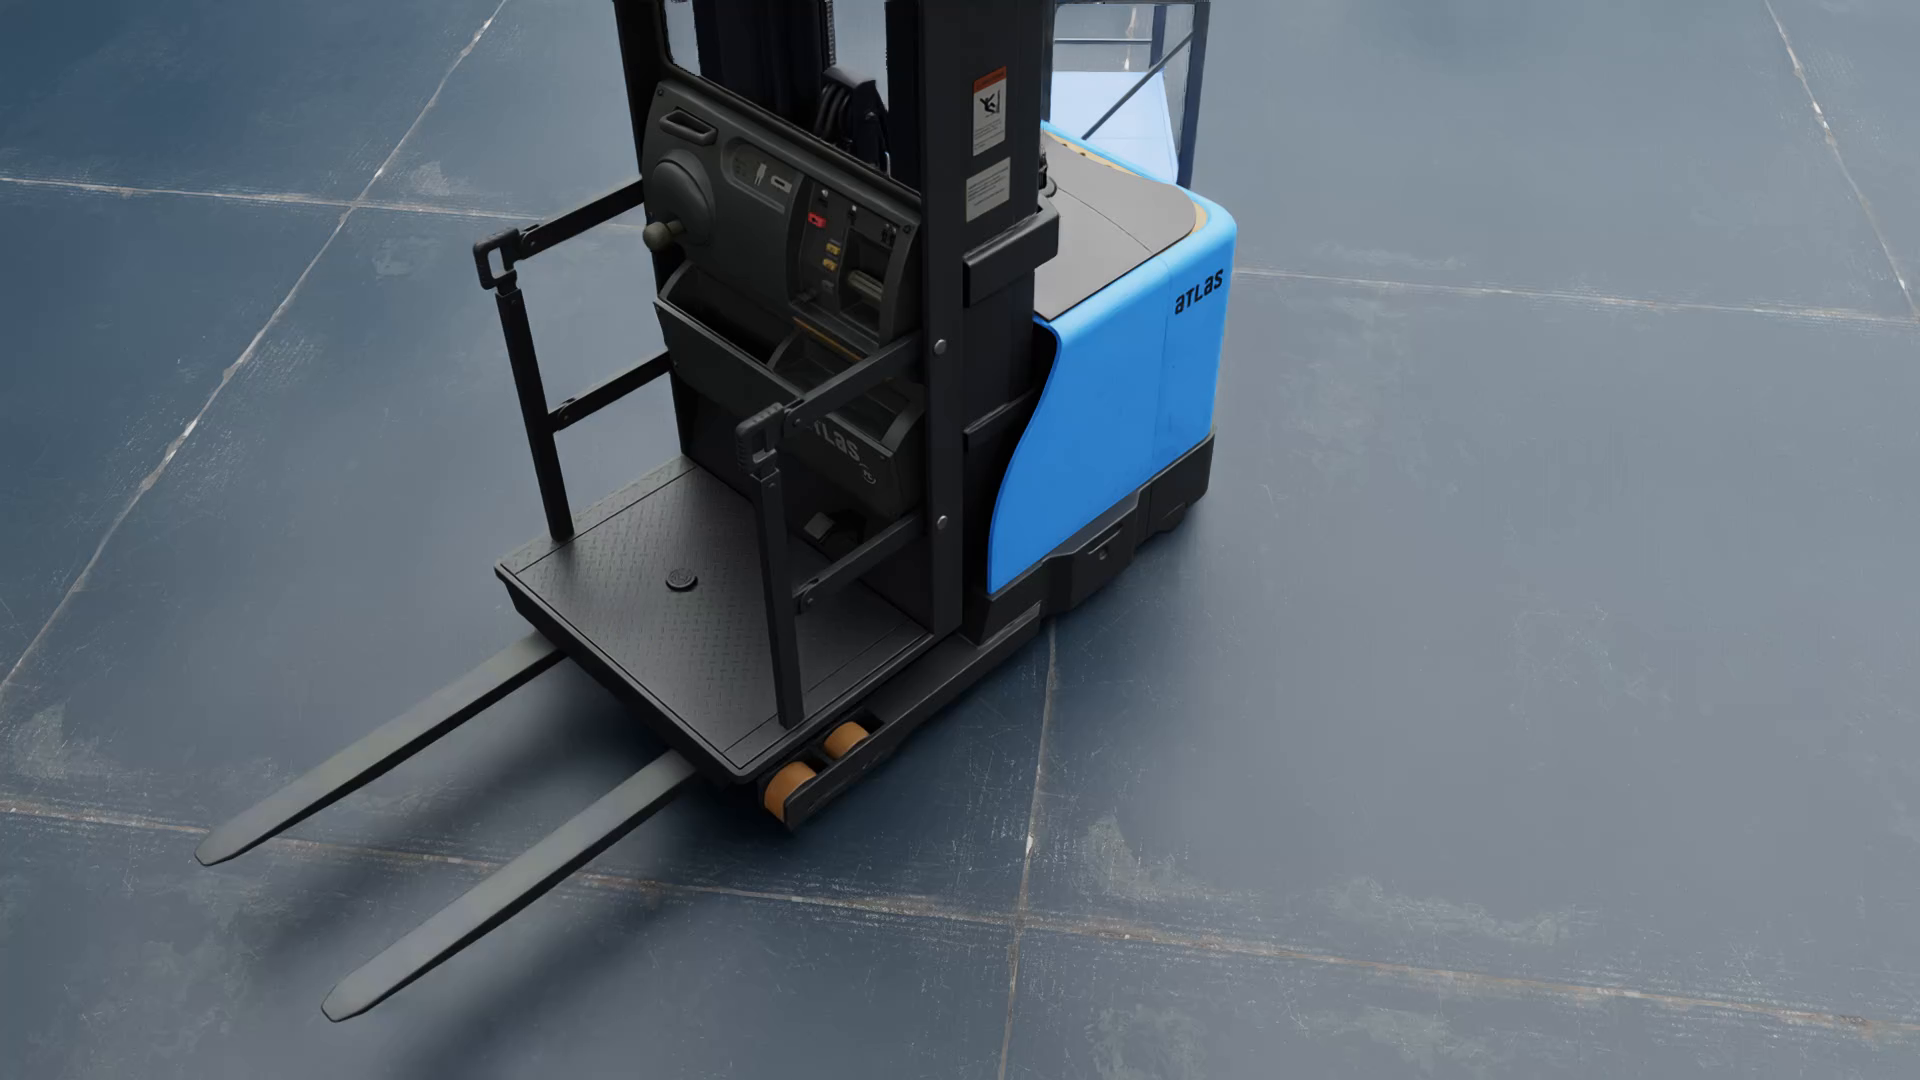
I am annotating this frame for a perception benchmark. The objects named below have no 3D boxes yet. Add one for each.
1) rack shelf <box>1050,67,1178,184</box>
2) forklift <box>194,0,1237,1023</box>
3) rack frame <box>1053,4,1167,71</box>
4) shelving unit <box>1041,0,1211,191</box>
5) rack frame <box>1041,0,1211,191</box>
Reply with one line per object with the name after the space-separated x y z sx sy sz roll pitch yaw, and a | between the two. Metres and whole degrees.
0.490 -1.339 5.835 0.538 0.185 1.000 0 43 0 | rack shelf
-0.596 -0.710 3.868 1.130 2.935 3.031 34 53 31 | forklift
0.494 -1.819 6.080 0.500 1.500 0.032 0 43 0 | rack frame
0.490 -1.470 5.711 0.538 1.500 1.048 0 43 0 | shelving unit
0.487 -1.120 5.342 0.500 1.500 0.032 0 43 0 | rack frame
